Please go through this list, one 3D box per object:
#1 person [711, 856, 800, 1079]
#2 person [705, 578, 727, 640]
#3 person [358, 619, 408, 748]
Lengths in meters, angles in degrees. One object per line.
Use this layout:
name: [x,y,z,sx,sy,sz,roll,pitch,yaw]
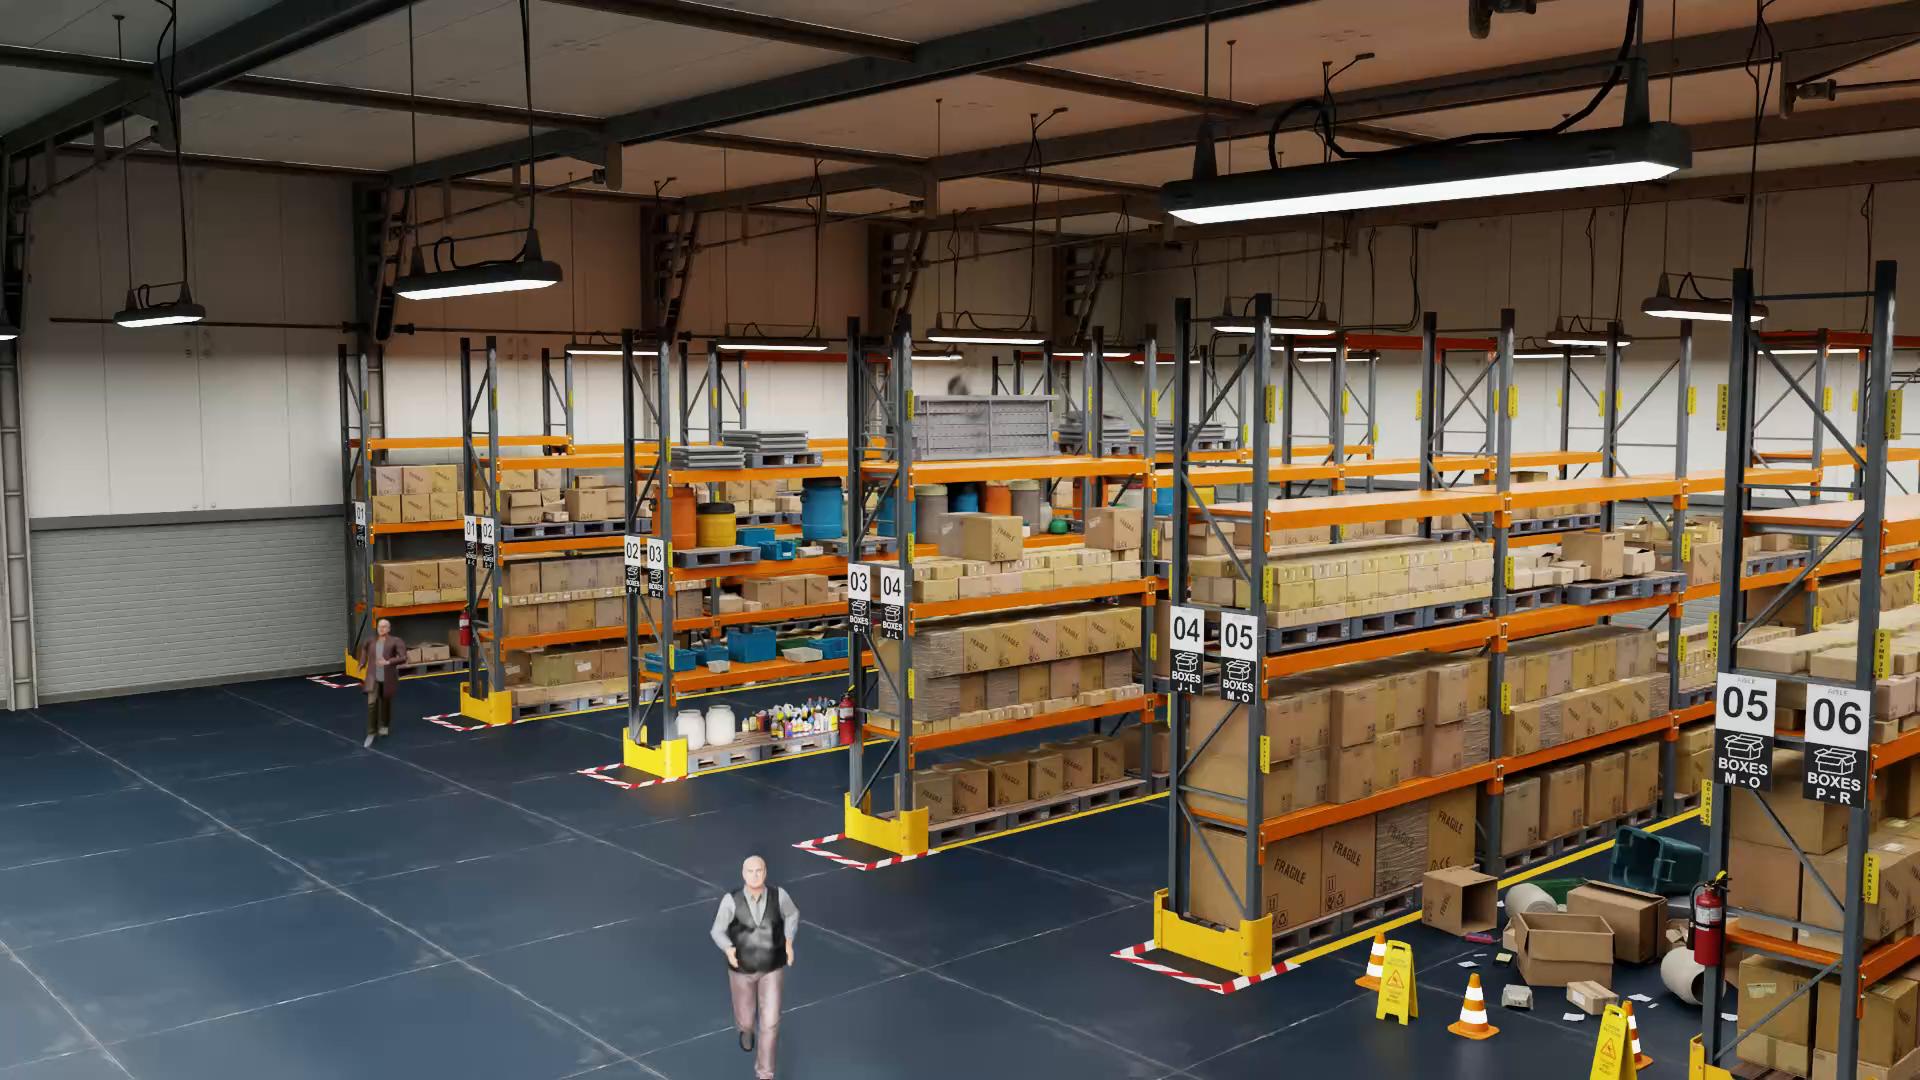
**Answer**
person: [-1.520,3.202,12.433,0.672,1.709,0.900,-1,5,-10]
person: [-4.607,1.525,31.652,0.510,1.642,0.738,4,6,35]
person: [-8.516,2.091,24.554,0.717,1.830,0.899,-1,5,-13]
